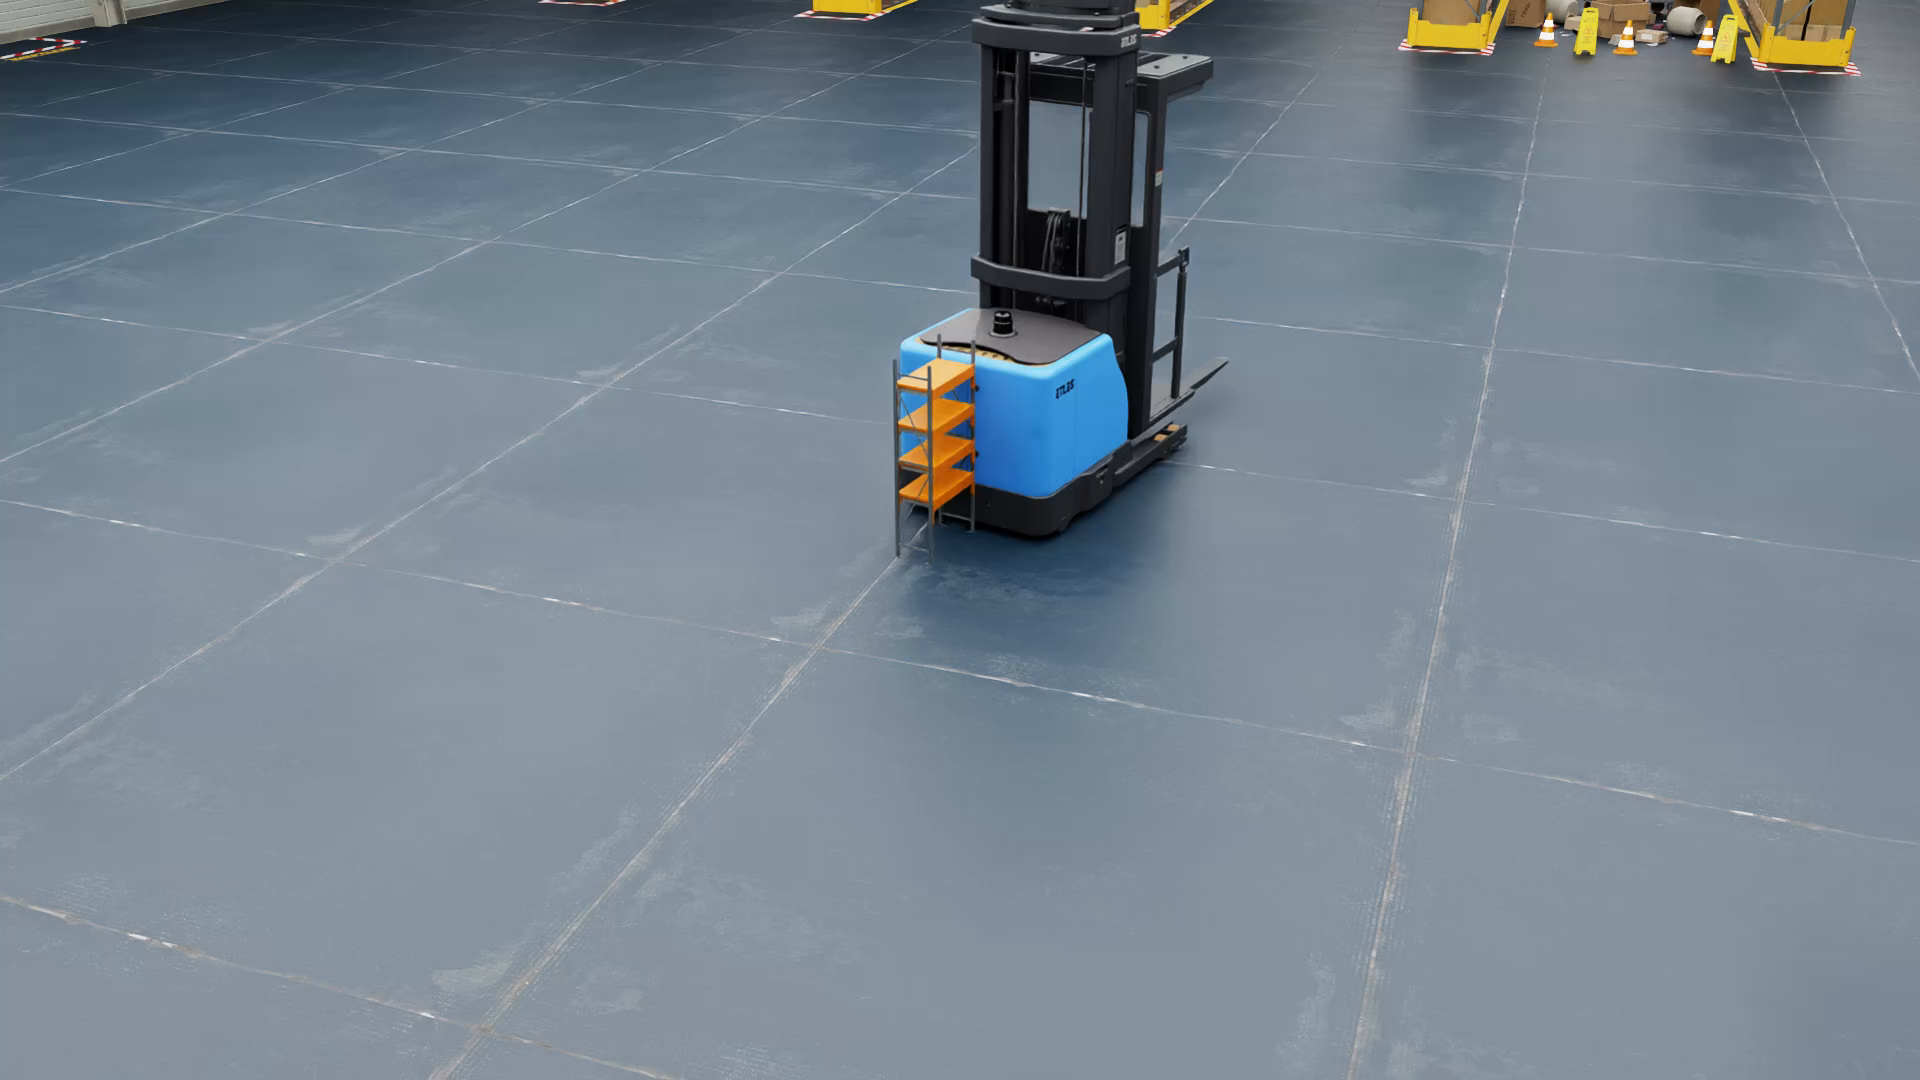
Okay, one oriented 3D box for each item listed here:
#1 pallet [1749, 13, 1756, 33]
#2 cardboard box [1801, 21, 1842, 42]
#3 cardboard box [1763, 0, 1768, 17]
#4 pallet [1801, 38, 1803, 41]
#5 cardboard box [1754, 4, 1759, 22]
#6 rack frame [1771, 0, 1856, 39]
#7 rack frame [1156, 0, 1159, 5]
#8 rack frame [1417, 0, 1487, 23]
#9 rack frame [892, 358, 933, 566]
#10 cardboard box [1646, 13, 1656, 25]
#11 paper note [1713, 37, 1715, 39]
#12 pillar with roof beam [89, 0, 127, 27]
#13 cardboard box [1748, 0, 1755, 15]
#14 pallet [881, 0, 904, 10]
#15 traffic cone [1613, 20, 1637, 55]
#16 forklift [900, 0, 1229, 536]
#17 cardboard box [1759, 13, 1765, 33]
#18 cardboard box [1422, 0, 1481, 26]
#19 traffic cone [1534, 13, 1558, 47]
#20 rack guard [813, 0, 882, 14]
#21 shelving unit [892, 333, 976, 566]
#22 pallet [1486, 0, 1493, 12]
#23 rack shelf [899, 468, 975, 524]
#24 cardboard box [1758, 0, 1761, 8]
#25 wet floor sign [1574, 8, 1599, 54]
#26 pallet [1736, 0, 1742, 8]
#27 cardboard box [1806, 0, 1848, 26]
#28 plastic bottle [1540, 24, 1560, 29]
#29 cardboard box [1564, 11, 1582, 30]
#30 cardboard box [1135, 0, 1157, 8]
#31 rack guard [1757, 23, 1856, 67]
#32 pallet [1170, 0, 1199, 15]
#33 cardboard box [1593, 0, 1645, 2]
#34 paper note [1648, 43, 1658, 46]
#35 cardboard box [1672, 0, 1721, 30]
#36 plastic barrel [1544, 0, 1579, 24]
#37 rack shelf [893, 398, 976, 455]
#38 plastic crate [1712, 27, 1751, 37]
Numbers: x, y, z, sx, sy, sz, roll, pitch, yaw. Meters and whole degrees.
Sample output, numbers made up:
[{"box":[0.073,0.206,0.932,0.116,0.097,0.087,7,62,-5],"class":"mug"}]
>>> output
[{"box":[13.249,-8.310,26.670,1.003,0.211,1.213,9,27,17],"class":"pallet"},{"box":[12.637,-7.445,24.357,0.500,0.250,0.500,9,27,17],"class":"cardboard box"},{"box":[12.299,-8.073,24.794,0.500,0.500,0.500,10,28,19],"class":"cardboard box"},{"box":[12.437,-7.307,24.599,1.003,0.211,1.213,9,27,17],"class":"pallet"},{"box":[12.647,-8.154,25.823,0.500,0.250,0.500,8,27,17],"class":"cardboard box"},{"box":[12.108,-8.202,23.248,1.000,3.000,0.127,9,27,17],"class":"rack frame"},{"box":[2.763,-9.639,26.216,1.000,3.000,0.127,9,27,17],"class":"rack frame"},{"box":[7.407,-8.878,24.645,1.000,3.000,0.127,9,27,17],"class":"rack frame"},{"box":[-0.260,-0.418,9.237,0.240,1.200,0.015,14,29,26],"class":"rack frame"},{"box":[11.144,-8.592,27.190,0.258,0.266,0.396,-9,27,-18],"class":"cardboard box"},{"box":[11.674,-7.815,25.856,0.142,0.019,0.148,0,26,-1],"class":"paper note"},{"box":[-9.770,-11.817,23.831,9.100,9.000,0.400,9,27,17],"class":"pillar with roof beam"},{"box":[12.988,-8.594,26.731,0.500,0.250,0.500,7,27,15],"class":"cardboard box"},{"box":[-1.651,-9.473,29.074,1.003,0.211,1.213,9,27,17],"class":"pallet"},{"box":[9.875,-7.445,24.596,0.336,0.463,0.334,9,27,17],"class":"traffic cone"},{"box":[0.843,-1.940,10.394,1.130,2.935,3.031,15,30,29],"class":"forklift"},{"box":[12.303,-7.736,24.959,0.500,0.250,0.500,9,27,18],"class":"cardboard box"},{"box":[7.570,-8.399,25.612,0.875,0.875,0.875,9,27,18],"class":"cardboard box"},{"box":[8.922,-7.749,25.223,0.336,0.463,0.334,9,27,17],"class":"traffic cone"},{"box":[-1.927,-9.270,28.323,1.175,0.500,0.348,9,27,17],"class":"rack guard"},{"box":[-0.140,-0.511,9.428,0.258,1.200,0.503,14,29,26],"class":"shelving unit"},{"box":[8.411,-8.966,28.025,1.003,0.211,1.213,9,27,17],"class":"pallet"},{"box":[-0.140,-0.272,9.544,0.258,0.148,0.480,14,29,26],"class":"rack shelf"},{"box":[12.647,-8.497,25.670,0.500,0.500,0.500,10,28,20],"class":"cardboard box"},{"box":[9.264,-7.520,24.540,0.267,0.644,0.232,4,26,8],"class":"wet floor sign"},{"box":[14.101,-9.414,28.951,1.003,0.211,1.213,9,27,17],"class":"pallet"},{"box":[12.645,-7.792,24.214,0.500,0.500,0.500,8,27,16],"class":"cardboard box"},{"box":[9.481,-8.253,26.726,0.283,0.061,0.133,0,26,-1],"class":"plastic bottle"},{"box":[9.902,-8.318,26.625,0.396,0.266,0.258,14,29,26],"class":"cardboard box"},{"box":[2.987,-8.957,27.194,0.500,0.500,0.500,14,29,27],"class":"cardboard box"},{"box":[12.133,-7.108,23.857,1.175,0.500,0.348,9,27,17],"class":"rack guard"},{"box":[3.500,-9.244,28.599,1.003,0.211,1.213,9,27,17],"class":"pallet"},{"box":[10.609,-8.614,26.808,0.797,0.637,0.503,9,27,17],"class":"cardboard box"},{"box":[10.546,-7.543,25.293,0.148,0.019,0.142,0,26,-1],"class":"paper note"},{"box":[11.799,-8.479,26.685,0.500,0.500,0.500,-14,29,-27],"class":"cardboard box"},{"box":[9.807,-8.674,27.179,0.421,0.421,0.512,-14,29,-27],"class":"plastic barrel"},{"box":[-0.140,-0.652,9.360,0.258,0.148,0.480,14,29,26],"class":"rack shelf"},{"box":[12.143,-8.005,26.192,0.402,0.080,0.583,0,26,-1],"class":"plastic crate"}]
